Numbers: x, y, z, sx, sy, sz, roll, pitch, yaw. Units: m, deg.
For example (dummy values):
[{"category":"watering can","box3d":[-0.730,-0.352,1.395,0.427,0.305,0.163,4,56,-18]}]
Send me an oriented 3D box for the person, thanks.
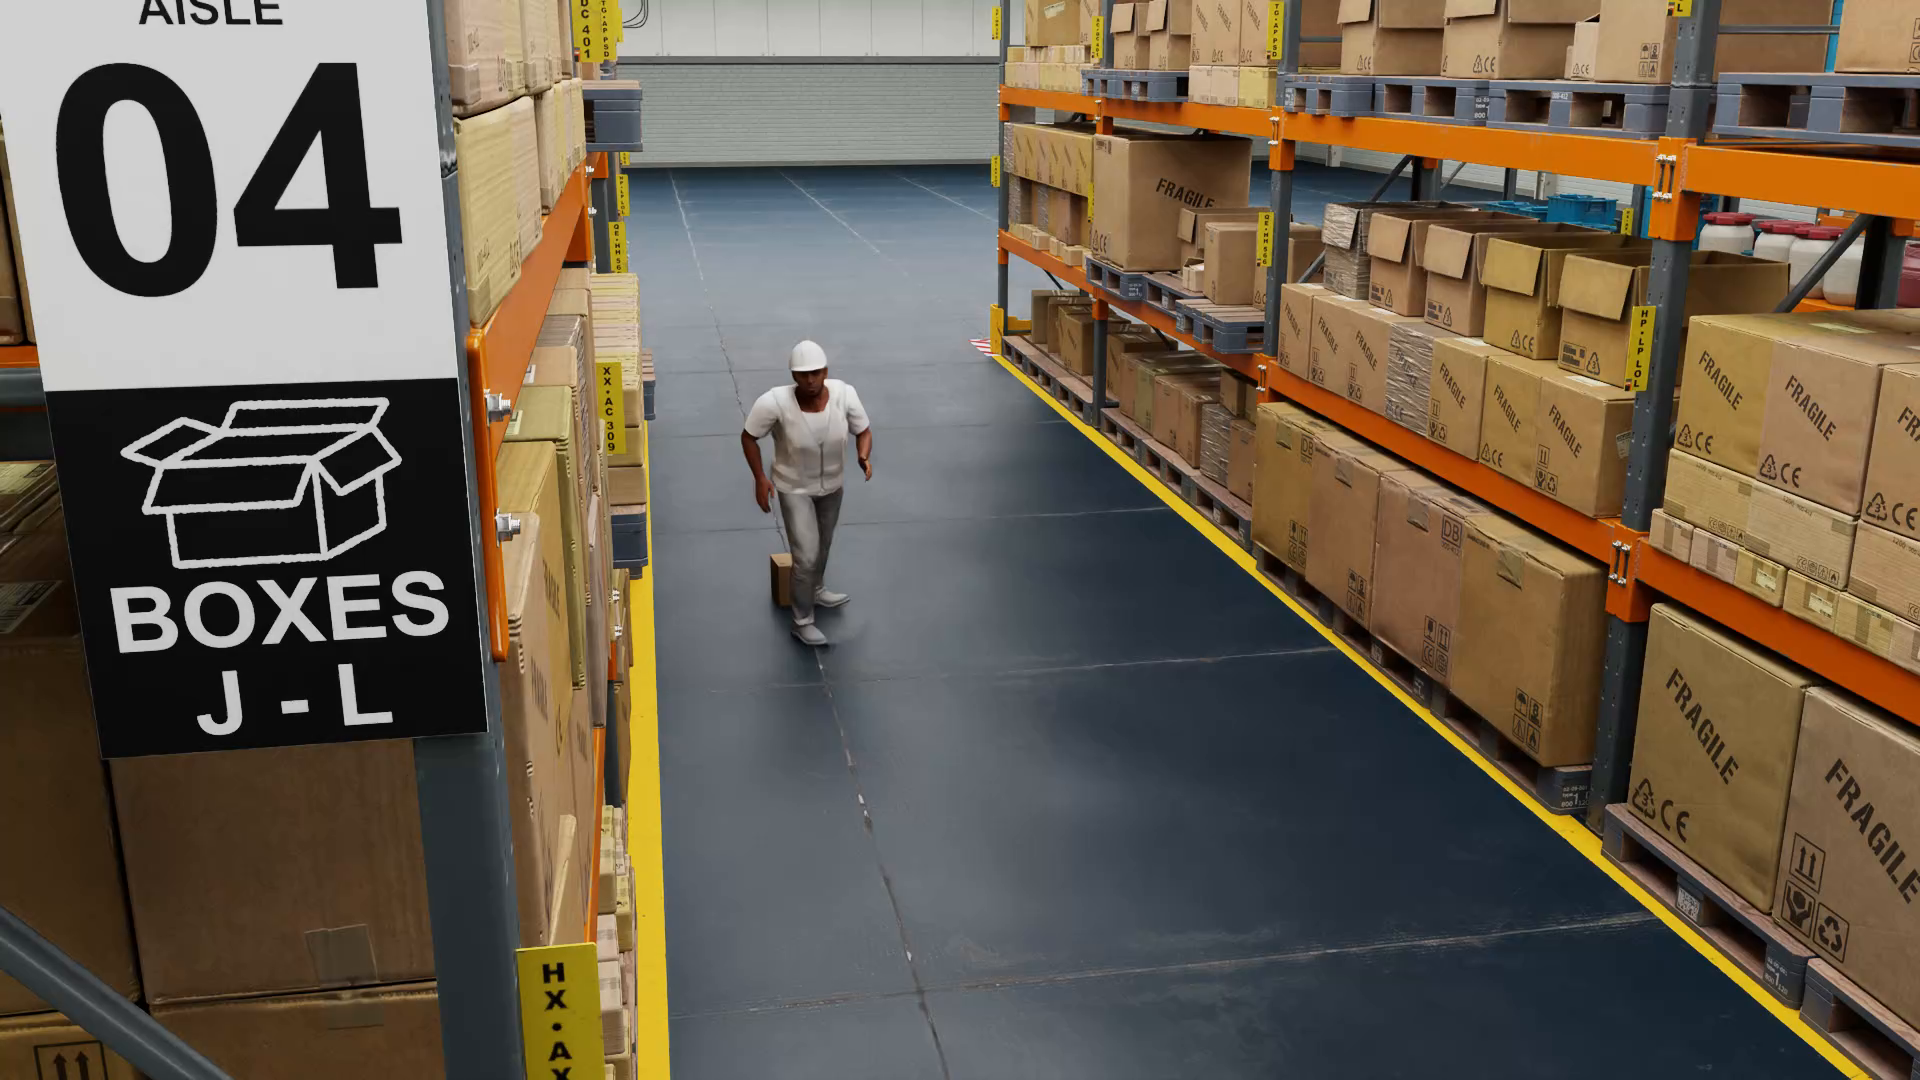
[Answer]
[{"category":"person","box3d":[-0.805,-0.285,9.121,0.707,1.687,0.888,-11,20,-34]}]
